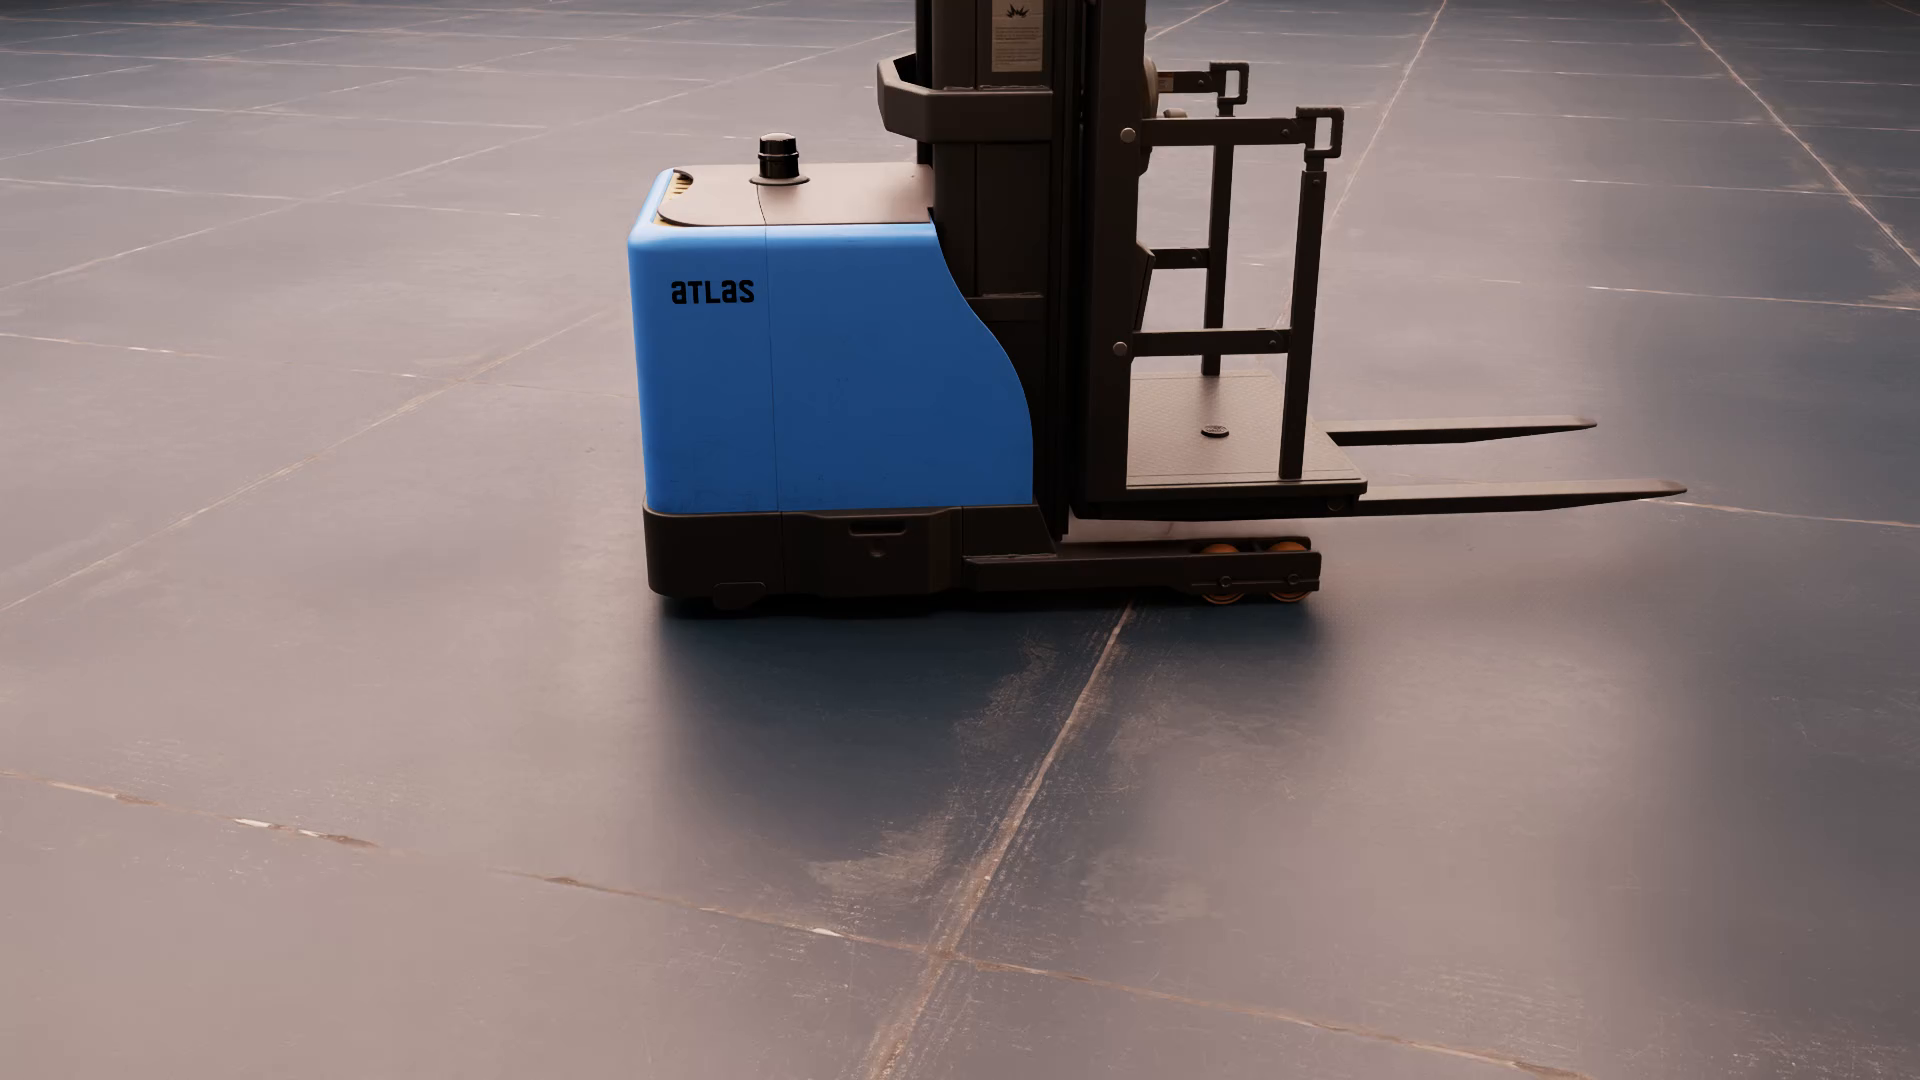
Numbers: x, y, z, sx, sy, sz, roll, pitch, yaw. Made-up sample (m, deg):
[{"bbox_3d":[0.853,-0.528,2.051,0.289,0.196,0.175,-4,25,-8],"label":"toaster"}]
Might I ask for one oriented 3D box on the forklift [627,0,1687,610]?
[{"bbox_3d":[0.606,-1.374,4.608,3.031,2.935,1.130,-2,23,-4],"label":"forklift"}]
